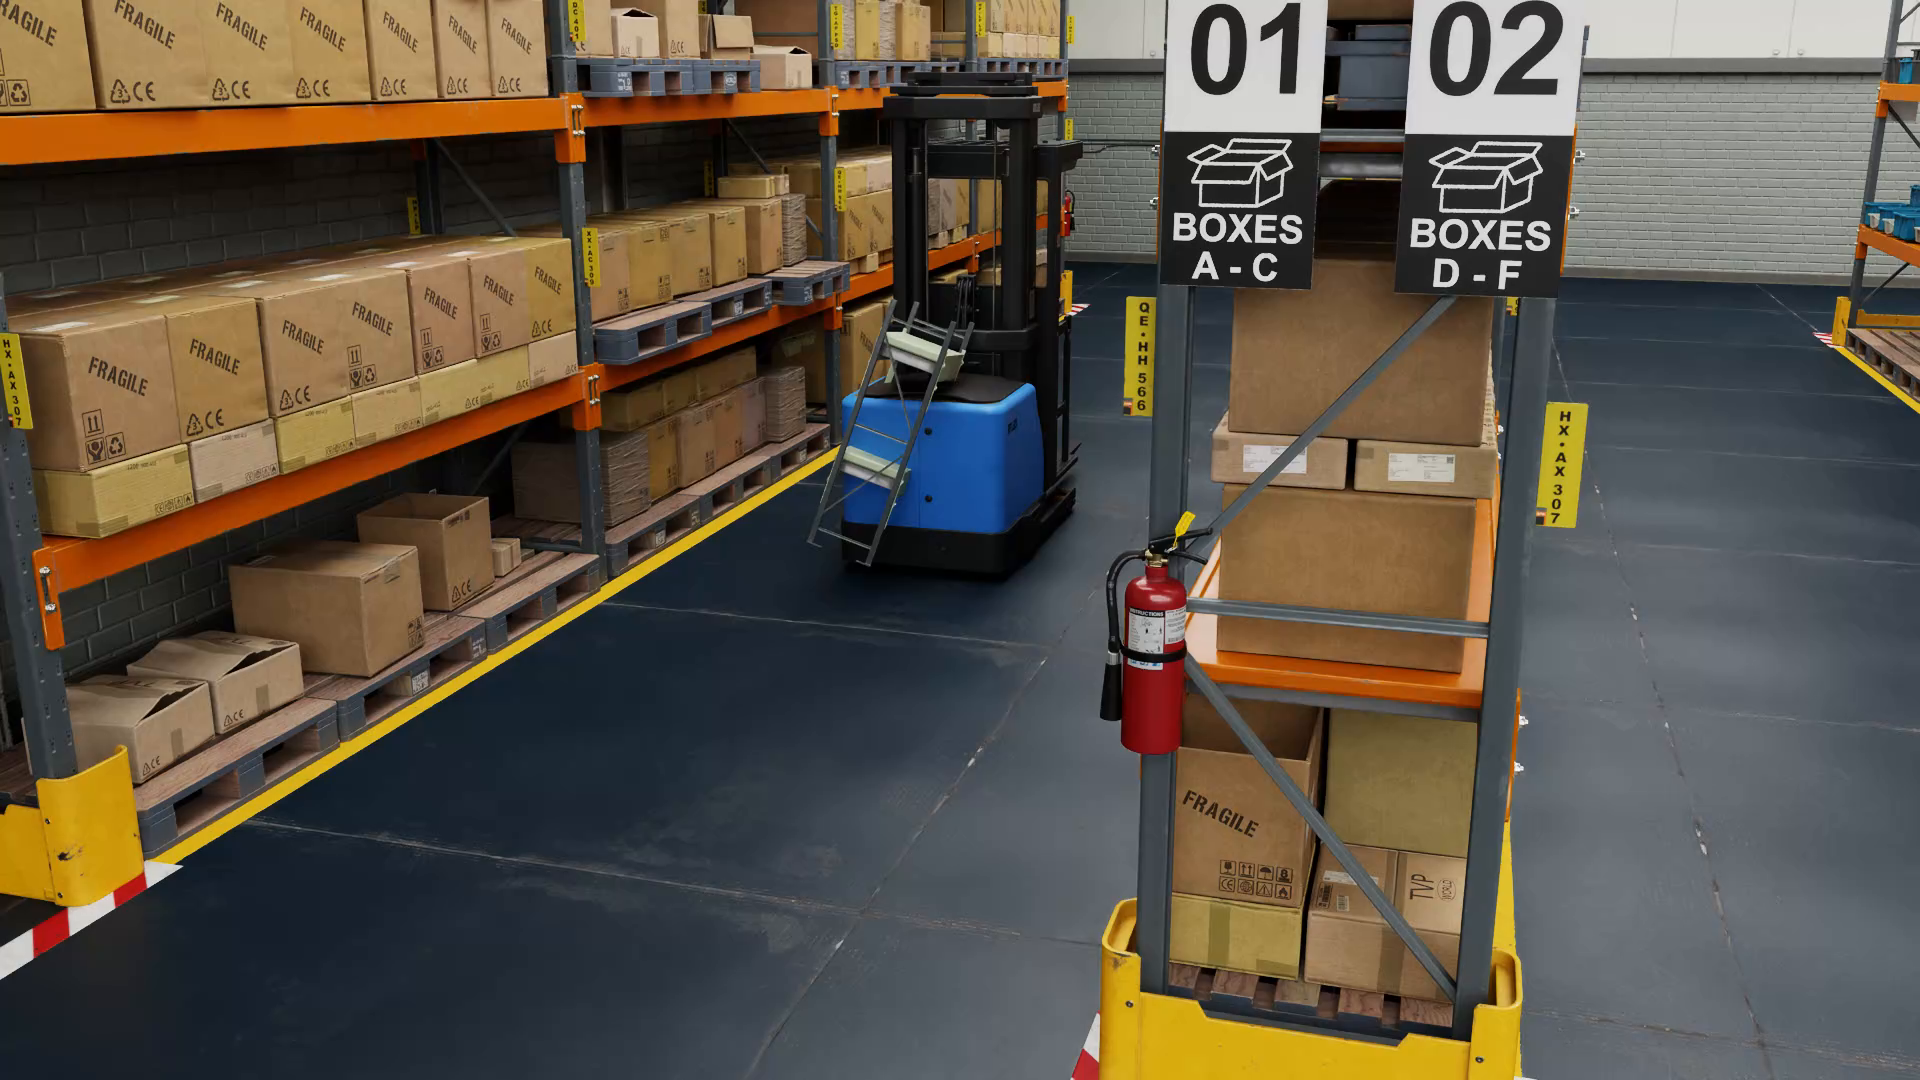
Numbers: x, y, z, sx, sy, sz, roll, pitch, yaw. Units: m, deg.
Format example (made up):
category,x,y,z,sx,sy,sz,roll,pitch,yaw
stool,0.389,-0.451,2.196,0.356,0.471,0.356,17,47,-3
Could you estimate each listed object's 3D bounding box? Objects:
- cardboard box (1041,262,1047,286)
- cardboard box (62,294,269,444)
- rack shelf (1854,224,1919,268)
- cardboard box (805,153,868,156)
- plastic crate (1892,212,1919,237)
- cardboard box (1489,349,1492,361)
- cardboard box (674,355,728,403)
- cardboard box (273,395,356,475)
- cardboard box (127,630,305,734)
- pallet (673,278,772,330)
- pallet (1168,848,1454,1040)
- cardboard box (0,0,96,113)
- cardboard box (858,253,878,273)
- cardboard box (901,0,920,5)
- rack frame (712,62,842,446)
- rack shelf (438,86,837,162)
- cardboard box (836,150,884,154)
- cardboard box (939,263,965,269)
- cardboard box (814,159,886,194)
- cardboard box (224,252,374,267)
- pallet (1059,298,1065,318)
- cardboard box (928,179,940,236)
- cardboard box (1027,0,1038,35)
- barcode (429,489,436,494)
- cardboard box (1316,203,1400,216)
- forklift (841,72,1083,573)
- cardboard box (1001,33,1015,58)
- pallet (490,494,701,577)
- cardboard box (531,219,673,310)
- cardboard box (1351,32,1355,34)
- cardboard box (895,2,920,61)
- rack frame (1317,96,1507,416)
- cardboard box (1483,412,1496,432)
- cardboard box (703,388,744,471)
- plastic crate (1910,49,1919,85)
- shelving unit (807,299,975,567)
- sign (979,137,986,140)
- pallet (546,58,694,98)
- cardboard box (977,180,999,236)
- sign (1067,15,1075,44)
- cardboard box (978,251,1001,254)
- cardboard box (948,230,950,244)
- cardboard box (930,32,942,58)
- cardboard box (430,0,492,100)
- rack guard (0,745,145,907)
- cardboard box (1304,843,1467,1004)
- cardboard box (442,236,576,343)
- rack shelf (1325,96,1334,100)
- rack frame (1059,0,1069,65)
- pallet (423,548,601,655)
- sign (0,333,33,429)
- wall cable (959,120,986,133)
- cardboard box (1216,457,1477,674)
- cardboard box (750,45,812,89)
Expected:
category,x,y,z,sx,sy,sz,roll,pitch,yaw
cardboard box,0.709,-3.159,20.283,0.700,0.500,0.500,5,16,16
cardboard box,-3.161,-0.693,6.640,0.500,0.500,0.500,5,16,16
rack shelf,9.742,-2.713,16.217,1.077,0.370,4.000,5,16,16
cardboard box,-1.137,-3.361,15.042,0.500,0.250,0.500,4,16,15
plastic crate,9.551,-3.147,16.626,0.416,0.233,0.300,5,16,16
cardboard box,1.771,-0.630,6.181,0.380,0.149,0.250,5,17,16
cardboard box,-1.979,-1.156,11.809,0.500,0.250,0.500,5,16,16
cardboard box,-3.007,-0.475,7.246,0.500,0.250,0.500,4,16,15
cardboard box,-3.290,0.594,7.360,0.500,0.311,0.500,6,17,20
pallet,-1.985,-1.645,11.482,1.003,0.211,1.213,5,16,16
pallet,1.193,1.356,5.660,1.003,0.211,1.213,5,16,16
cardboard box,-3.400,-1.734,5.728,0.500,0.500,0.500,5,17,17
cardboard box,-0.909,-2.343,14.017,0.380,0.149,0.250,5,17,18
cardboard box,-0.700,-5.148,15.621,0.500,0.250,0.500,6,17,20
rack frame,-1.461,-2.258,13.293,1.000,3.000,0.127,5,16,16
rack shelf,-2.030,-2.832,11.137,1.077,0.370,4.000,5,16,16
cardboard box,-0.985,-3.497,15.522,0.500,0.250,0.500,4,16,14
cardboard box,-0.023,-2.988,18.490,0.380,0.149,0.250,4,16,14
cardboard box,-0.933,-3.059,13.978,0.500,0.250,0.500,4,16,15
cardboard box,-3.229,-1.138,8.208,0.500,0.500,0.500,5,17,17
pallet,0.660,-2.794,20.293,1.003,0.211,1.213,5,16,16
cardboard box,-0.501,-3.100,15.496,0.500,0.500,0.500,5,16,16
cardboard box,0.573,-5.853,18.418,0.500,0.500,0.500,4,16,13
barcode,-2.982,-0.252,9.408,0.001,0.075,0.075,5,16,16
cardboard box,1.605,-0.990,6.262,0.700,0.500,0.500,5,16,16
forklift,0.174,-1.575,11.012,1.130,2.935,3.031,4,16,15
cardboard box,0.283,-5.218,17.554,0.500,0.250,0.500,4,16,15
pallet,-2.378,-0.074,10.702,1.003,0.211,1.213,5,16,16
cardboard box,-2.255,-1.747,10.503,0.700,0.500,0.500,6,17,22
cardboard box,1.564,-2.169,6.268,0.797,0.503,0.637,7,17,22
cardboard box,-0.776,-4.635,15.186,0.700,0.500,0.500,4,16,15
rack frame,2.152,-0.828,8.252,1.000,3.000,0.127,5,16,16
cardboard box,1.406,-0.297,5.008,0.380,0.149,0.250,4,16,14
cardboard box,-1.988,-0.817,11.986,0.700,0.500,0.500,5,16,16
plastic crate,9.613,-4.617,16.228,0.504,0.338,0.767,5,16,16
shelving unit,-0.401,-0.654,9.946,0.431,1.500,0.755,21,10,6
sign,0.282,-4.850,20.700,0.100,0.325,0.005,5,16,16
pallet,-2.320,-2.717,9.760,1.213,0.211,1.003,5,16,16
cardboard box,-0.155,-3.589,17.437,0.980,0.700,0.700,5,17,17
sign,1.328,-6.136,19.991,0.100,0.325,0.005,5,16,16
cardboard box,0.338,-3.322,19.666,0.380,0.149,0.250,5,17,16
cardboard box,-0.315,-2.951,16.159,0.380,0.149,0.250,5,17,18
cardboard box,-0.355,-5.123,17.218,0.500,0.250,0.500,5,17,16
cardboard box,-2.661,-2.430,8.181,0.500,0.500,0.500,3,16,11
rack guard,-3.713,1.018,6.325,1.175,0.500,0.348,5,16,16
cardboard box,1.381,1.216,5.314,0.500,0.250,0.500,5,16,16
cardboard box,-2.436,-1.362,8.998,0.500,0.500,0.500,5,16,16
rack shelf,2.721,-2.448,9.786,1.077,0.370,4.000,5,16,16
rack frame,0.812,-7.237,19.853,1.000,3.000,0.127,5,16,16
pallet,-2.755,0.309,9.355,1.003,0.211,1.213,5,16,16
sign,-3.215,-0.539,5.647,0.100,0.325,0.005,5,16,16
wall cable,0.269,-5.248,21.973,0.084,1.984,1.851,5,16,16
cardboard box,1.161,0.049,4.976,0.700,0.500,0.500,5,16,16
cardboard box,-1.407,-3.458,12.155,0.500,0.311,0.500,5,16,16
